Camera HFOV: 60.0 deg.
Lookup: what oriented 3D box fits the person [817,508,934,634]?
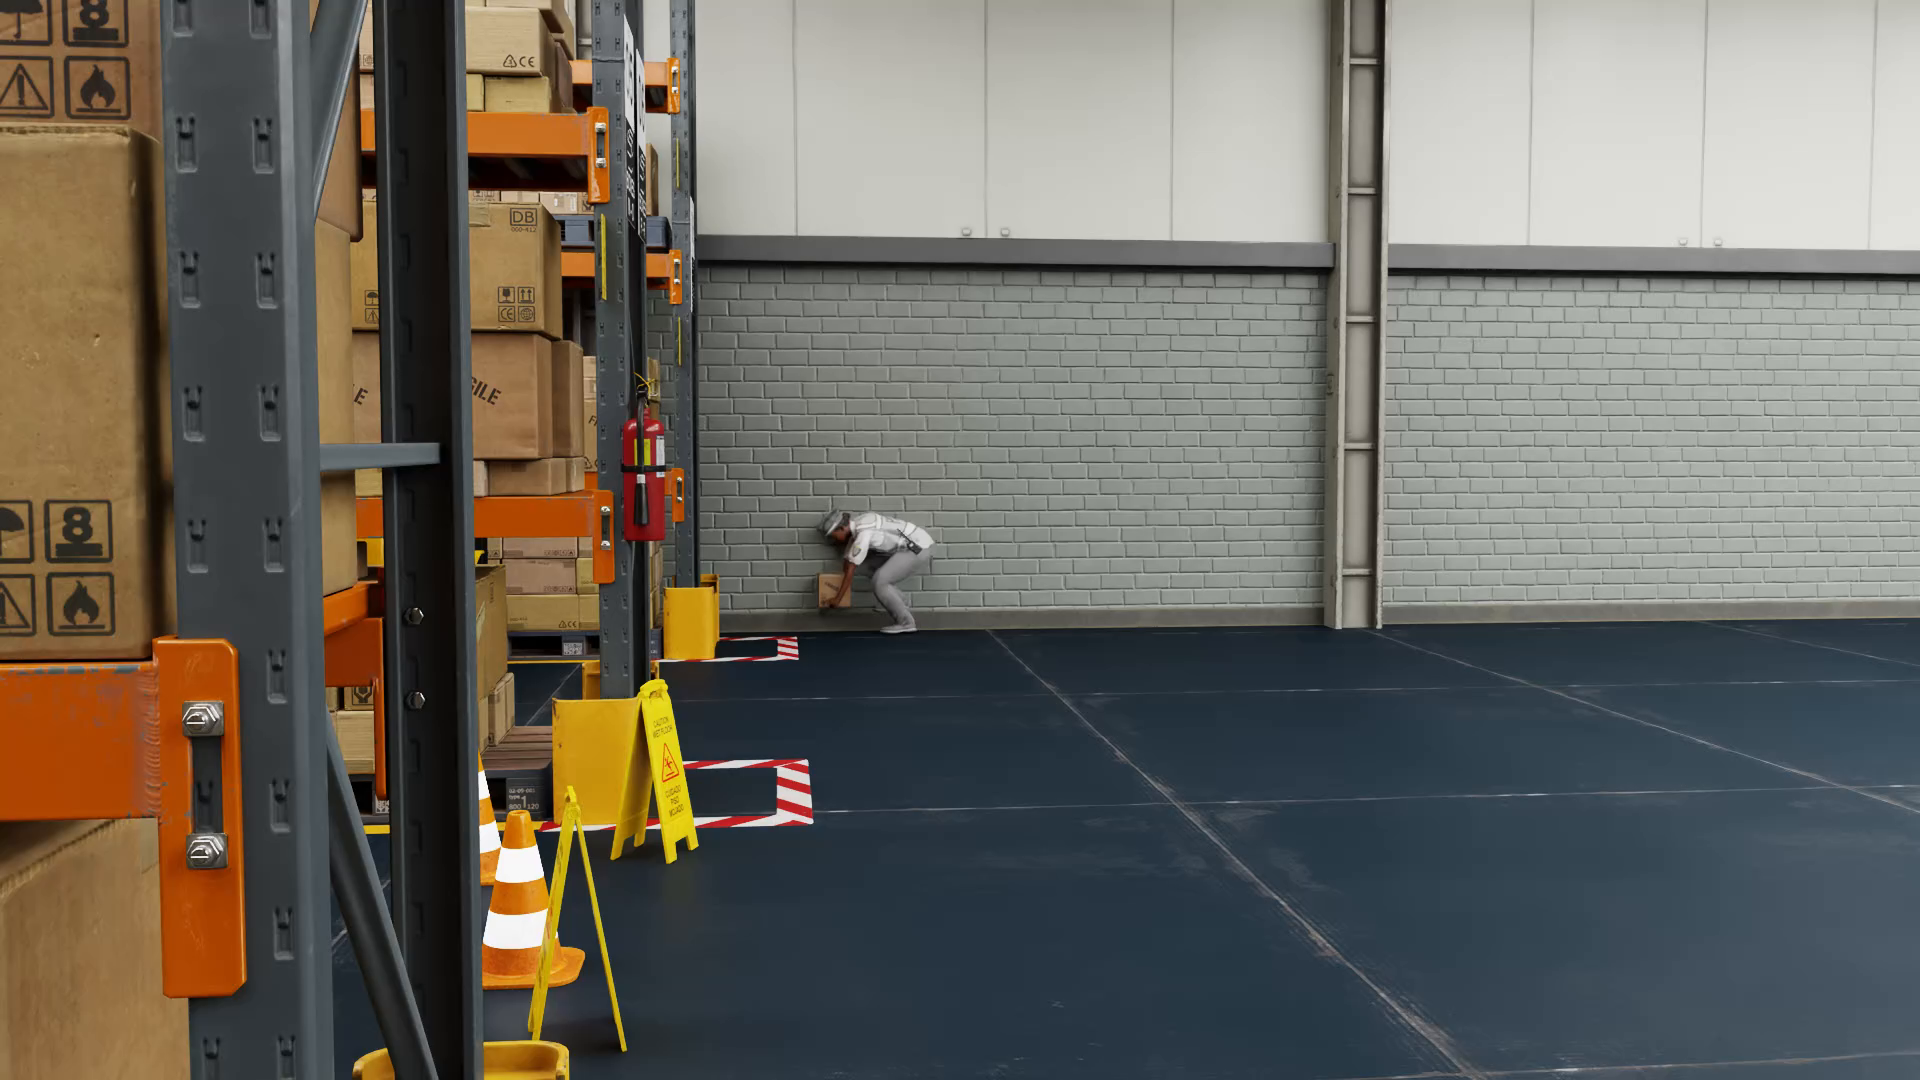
[{"bbox_3d":[-0.671,0.241,13.157,0.928,0.990,0.479,-1,4,-9],"label":"person"}]
